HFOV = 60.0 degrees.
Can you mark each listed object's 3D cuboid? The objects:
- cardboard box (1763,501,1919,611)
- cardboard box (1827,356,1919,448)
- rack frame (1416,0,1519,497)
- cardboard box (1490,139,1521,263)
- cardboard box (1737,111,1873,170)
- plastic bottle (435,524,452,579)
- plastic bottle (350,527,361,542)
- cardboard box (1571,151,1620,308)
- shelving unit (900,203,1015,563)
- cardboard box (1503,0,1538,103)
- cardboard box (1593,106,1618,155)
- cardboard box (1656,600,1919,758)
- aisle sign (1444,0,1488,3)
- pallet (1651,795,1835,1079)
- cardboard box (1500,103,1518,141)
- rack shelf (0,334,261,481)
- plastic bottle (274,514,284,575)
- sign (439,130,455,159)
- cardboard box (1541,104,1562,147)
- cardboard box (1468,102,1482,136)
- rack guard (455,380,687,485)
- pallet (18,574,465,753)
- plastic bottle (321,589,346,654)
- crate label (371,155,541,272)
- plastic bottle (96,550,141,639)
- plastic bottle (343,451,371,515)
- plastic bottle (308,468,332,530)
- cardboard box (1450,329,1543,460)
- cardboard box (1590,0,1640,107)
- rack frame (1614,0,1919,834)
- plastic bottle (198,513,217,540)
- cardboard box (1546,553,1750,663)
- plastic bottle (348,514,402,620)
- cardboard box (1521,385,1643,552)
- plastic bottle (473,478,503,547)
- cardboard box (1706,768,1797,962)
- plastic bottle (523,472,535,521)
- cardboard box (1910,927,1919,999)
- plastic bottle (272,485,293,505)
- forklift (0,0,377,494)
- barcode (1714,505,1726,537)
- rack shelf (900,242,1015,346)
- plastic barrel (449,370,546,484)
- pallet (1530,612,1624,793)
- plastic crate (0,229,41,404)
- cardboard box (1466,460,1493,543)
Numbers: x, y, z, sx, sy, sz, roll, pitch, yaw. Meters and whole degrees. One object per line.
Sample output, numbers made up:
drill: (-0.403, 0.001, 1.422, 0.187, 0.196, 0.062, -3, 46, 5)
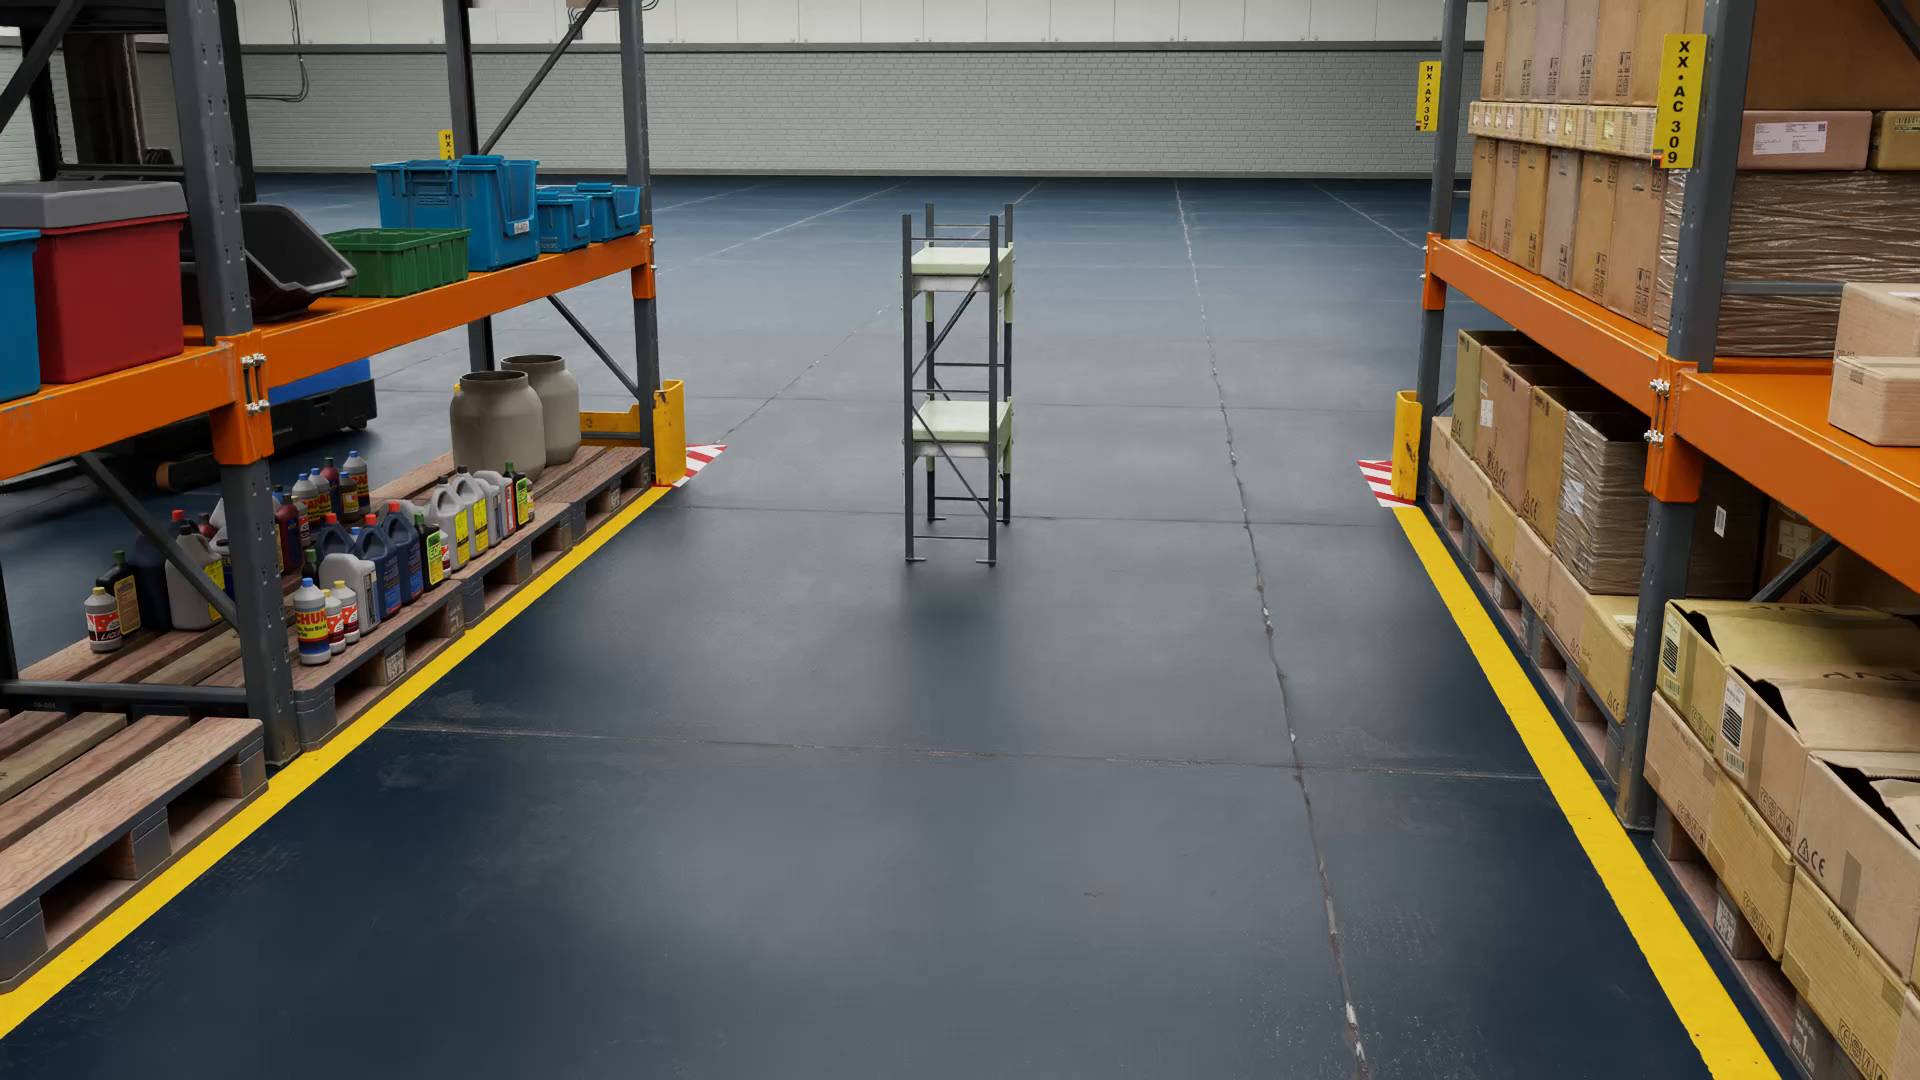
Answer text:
cardboard box: (2.725, 0.019, 4.870, 0.500, 0.500, 0.500, 2, 15, 6)
cardboard box: (2.058, -0.287, 3.458, 0.380, 0.149, 0.250, 2, 15, 6)
rack frame: (2.813, -1.670, 8.090, 1.000, 3.000, 0.127, 2, 15, 6)
cardboard box: (2.693, -1.461, 7.126, 0.700, 0.500, 0.500, 2, 15, 8)
cardboard box: (2.179, -1.070, 4.440, 0.380, 0.149, 0.250, 2, 15, 6)
plastic bottle: (-1.980, 0.041, 6.283, 0.097, 0.201, 0.097, 0, 15, 0)
plastic bottle: (-2.160, 0.087, 5.976, 0.097, 0.271, 0.097, 0, 15, 0)
cardboard box: (2.519, -1.063, 5.654, 0.700, 0.500, 0.500, 2, 15, 7)
shelving unit: (0.001, -0.726, 7.473, 0.431, 1.500, 0.755, 2, 15, 6)
cardboard box: (2.687, -2.073, 6.905, 0.700, 0.500, 0.500, 1, 15, 5)
cardboard box: (2.296, -1.334, 5.415, 0.380, 0.149, 0.250, 2, 15, 6)
cardboard box: (2.067, 0.322, 4.115, 0.500, 0.311, 0.500, 2, 15, 6)
aisle sign: (2.516, -2.951, 7.847, 0.394, 0.787, 0.004, 2, 15, 6)
pallet: (2.317, 0.906, 3.906, 1.003, 0.211, 1.213, 2, 15, 6)
cardboard box: (2.467, -1.737, 6.905, 0.380, 0.149, 0.250, 1, 15, 5)
rack shelf: (-2.786, 0.087, 2.972, 1.077, 0.370, 4.000, 2, 15, 6)
plastic bottle: (-2.611, 0.007, 6.250, 0.061, 0.283, 0.133, 2, 15, 6)
sign: (-2.655, -1.967, 8.661, 0.100, 0.325, 0.005, 2, 15, 6)
cardboard box: (2.380, -1.537, 6.165, 0.380, 0.149, 0.250, 2, 15, 7)
cardboard box: (2.555, -1.936, 7.639, 0.380, 0.149, 0.250, 2, 15, 6)
rack guard: (-2.070, -0.589, 8.881, 1.175, 0.500, 0.348, 2, 15, 6)
pallet: (-2.443, 0.394, 5.800, 1.003, 0.211, 1.213, 2, 15, 6)
plastic bottle: (-2.077, 0.263, 5.460, 0.097, 0.201, 0.097, 0, 15, 0)
crate label: (-2.047, -1.348, 6.834, 0.502, 0.435, 0.616, 2, 15, 6)
plastic bottle: (-2.833, 0.185, 5.591, 0.061, 0.283, 0.133, 2, 15, 9)
plastic bottle: (-2.623, -0.251, 7.227, 0.097, 0.271, 0.097, 0, 15, 0)
plastic bottle: (-2.661, -0.162, 6.898, 0.097, 0.271, 0.097, 0, 15, 0)
cardboard box: (2.477, -0.645, 7.326, 0.500, 0.500, 0.500, 2, 15, 6)
cardboard box: (2.518, -1.683, 5.462, 0.700, 0.500, 0.500, 2, 15, 6)
rack frame: (2.361, -0.632, 4.253, 1.000, 3.000, 0.127, 2, 15, 6)
plastic bottle: (-2.775, 0.051, 6.088, 0.061, 0.283, 0.133, 3, 15, 10)
cardboard box: (2.263, 0.236, 5.504, 0.500, 0.250, 0.500, 2, 15, 6)
plastic bottle: (-2.056, 0.090, 5.814, 0.144, 0.351, 0.185, 2, 15, 8)
cardboard box: (2.317, -0.255, 5.886, 0.500, 0.500, 0.500, 2, 15, 6)
plastic bottle: (-1.951, -0.124, 6.750, 0.152, 0.276, 0.135, 1, 15, 5)
cardboard box: (2.011, 0.722, 3.707, 0.500, 0.250, 0.500, 2, 15, 8)
plastic bottle: (-1.880, -0.189, 7.132, 0.097, 0.201, 0.097, 0, 15, 0)
cardboard box: (1.895, 0.720, 2.640, 0.500, 0.311, 0.500, 2, 15, 8)
plastic bottle: (-2.696, -0.083, 6.608, 0.097, 0.271, 0.097, 0, 15, 0)
forklift: (-4.455, -1.769, 8.590, 1.130, 2.935, 3.031, 4, 16, 15)
barcode: (1.919, -0.047, 4.197, 0.001, 0.075, 0.075, 2, 15, 6)
rack shelf: (0.001, -1.102, 7.371, 0.431, 0.370, 0.720, 2, 15, 6)
plastic barrel: (-2.163, -0.515, 7.783, 0.421, 0.512, 0.421, 0, 15, 0)
pallet: (2.493, 0.509, 5.375, 1.003, 0.211, 1.213, 2, 15, 6)
plastic crate: (-2.375, -0.476, 3.707, 0.392, 0.384, 0.575, 2, 15, 6)
cardboard box: (2.422, -0.153, 6.944, 0.500, 0.250, 0.500, 2, 15, 6)
